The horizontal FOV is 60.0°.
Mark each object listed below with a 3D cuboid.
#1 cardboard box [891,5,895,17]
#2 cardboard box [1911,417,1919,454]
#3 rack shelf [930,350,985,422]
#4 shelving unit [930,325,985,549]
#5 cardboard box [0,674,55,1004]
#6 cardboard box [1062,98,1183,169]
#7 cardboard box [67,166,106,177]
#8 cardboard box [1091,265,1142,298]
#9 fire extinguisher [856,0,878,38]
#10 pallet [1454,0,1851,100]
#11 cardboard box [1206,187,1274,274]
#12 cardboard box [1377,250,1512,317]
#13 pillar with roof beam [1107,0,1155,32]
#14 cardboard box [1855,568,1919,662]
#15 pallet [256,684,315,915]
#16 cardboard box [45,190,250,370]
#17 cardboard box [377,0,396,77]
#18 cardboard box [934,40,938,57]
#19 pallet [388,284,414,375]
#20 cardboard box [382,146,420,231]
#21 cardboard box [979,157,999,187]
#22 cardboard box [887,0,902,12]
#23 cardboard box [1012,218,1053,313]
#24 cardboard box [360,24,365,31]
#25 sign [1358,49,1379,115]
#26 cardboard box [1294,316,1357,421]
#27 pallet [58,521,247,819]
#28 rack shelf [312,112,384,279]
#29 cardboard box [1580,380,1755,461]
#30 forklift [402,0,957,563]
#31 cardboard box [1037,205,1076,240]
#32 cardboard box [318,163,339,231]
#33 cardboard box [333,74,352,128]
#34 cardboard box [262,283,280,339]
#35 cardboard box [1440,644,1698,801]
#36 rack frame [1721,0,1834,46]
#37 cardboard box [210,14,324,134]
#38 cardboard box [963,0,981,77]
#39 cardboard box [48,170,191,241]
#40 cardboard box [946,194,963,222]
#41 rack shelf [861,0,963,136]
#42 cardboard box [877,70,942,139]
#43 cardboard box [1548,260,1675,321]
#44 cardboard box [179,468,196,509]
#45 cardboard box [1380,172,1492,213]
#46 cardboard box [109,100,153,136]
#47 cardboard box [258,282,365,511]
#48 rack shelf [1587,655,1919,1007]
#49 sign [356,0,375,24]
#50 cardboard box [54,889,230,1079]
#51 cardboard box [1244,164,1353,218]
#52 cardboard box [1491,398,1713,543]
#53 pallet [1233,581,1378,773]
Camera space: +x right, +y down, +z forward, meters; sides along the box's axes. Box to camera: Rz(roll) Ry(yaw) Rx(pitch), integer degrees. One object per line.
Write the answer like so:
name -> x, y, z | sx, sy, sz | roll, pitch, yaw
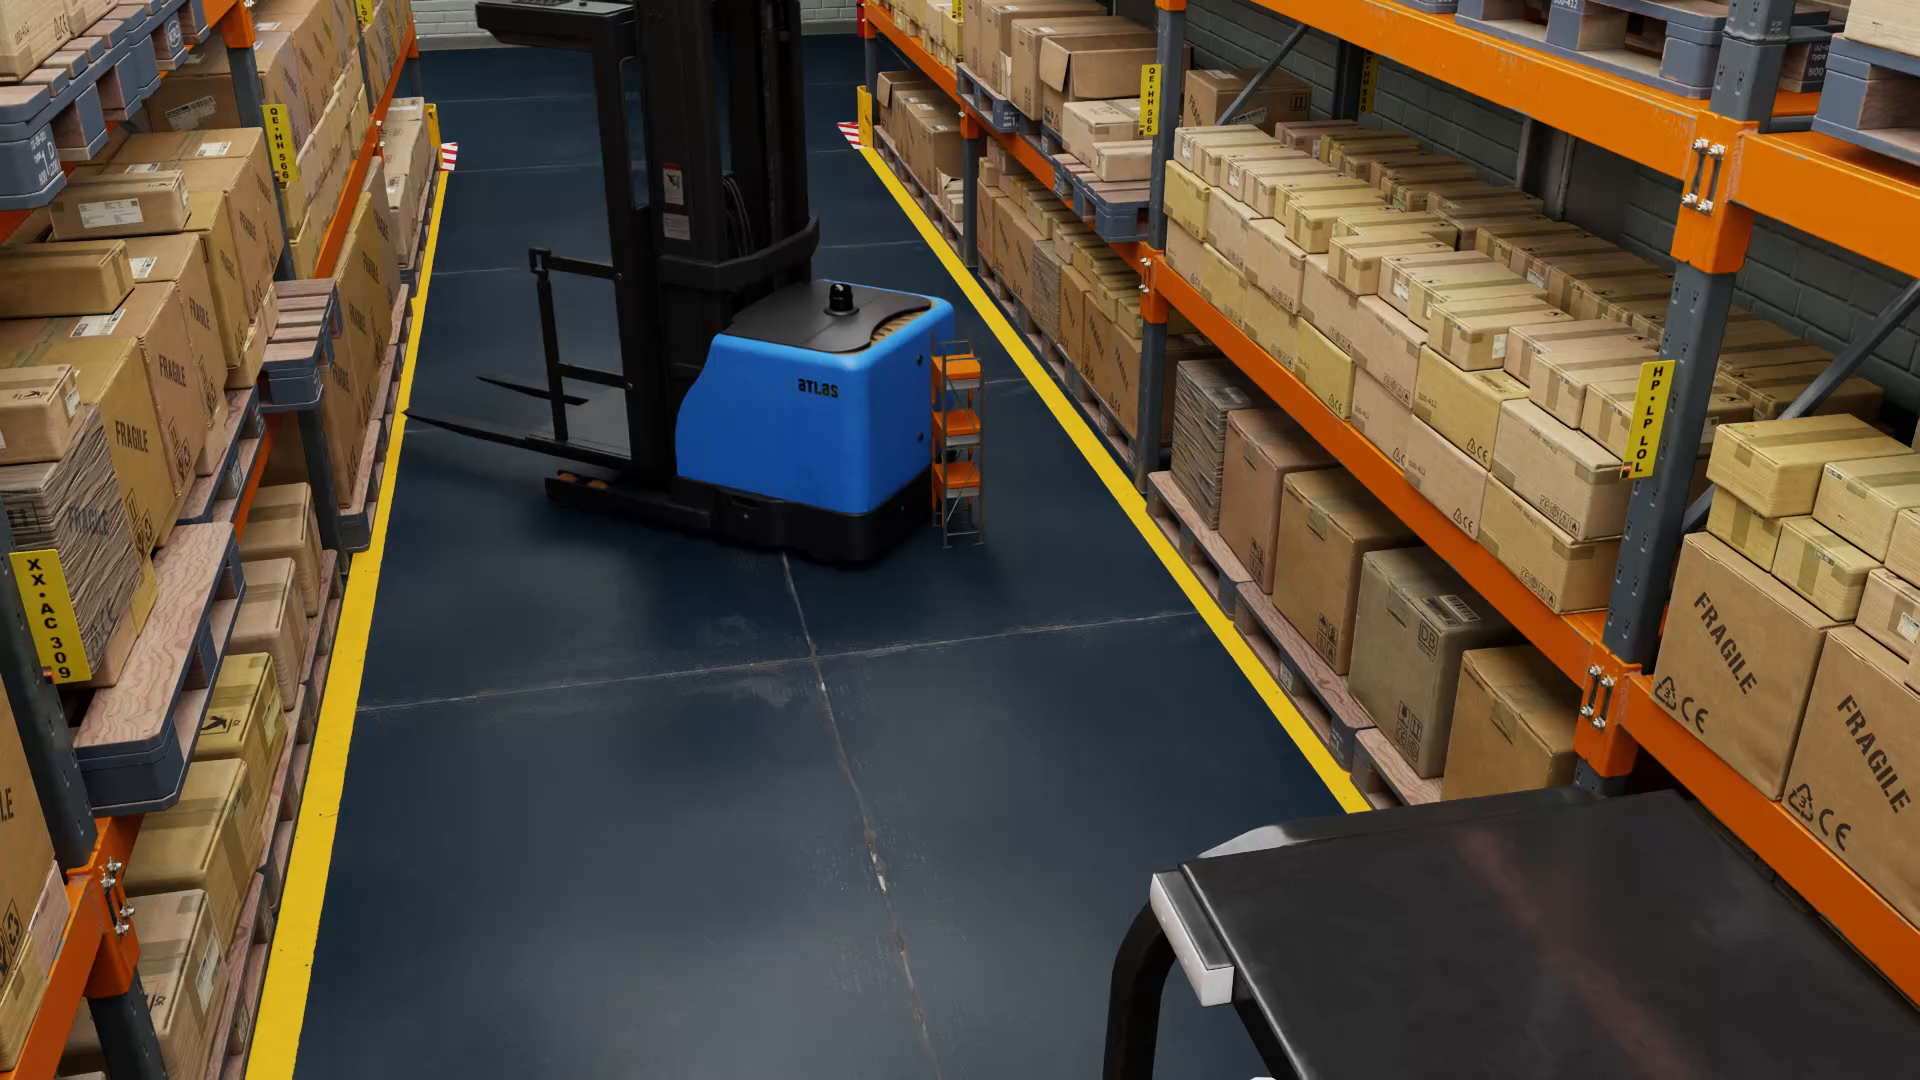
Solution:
cardboard box -> -0.380, -4.538, 14.191 | 0.380, 0.149, 0.250 | -5, 27, -10
cardboard box -> 2.691, -0.248, 4.251 | 0.380, 0.149, 0.250 | -6, 27, -11
rack shelf -> -0.012, -0.736, 7.937 | 0.215, 0.259, 0.240 | -6, 27, -12
shelving unit -> -0.012, -0.492, 8.060 | 0.215, 1.050, 0.252 | -6, 27, -12
cardboard box -> -2.168, 0.608, 3.276 | 0.500, 0.500, 0.500 | -7, 28, -13
cardboard box -> 0.870, -2.197, 8.975 | 0.500, 0.250, 0.500 | -7, 28, -14
cardboard box -> -3.412, -1.057, 6.107 | 0.500, 0.500, 0.500 | -5, 27, -9
cardboard box -> 0.957, -1.435, 9.353 | 0.380, 0.149, 0.250 | -7, 28, -13
fire extinguisher -> -0.863, -4.975, 15.278 | 0.296, 0.674, 0.183 | -6, 27, -12
pallet -> 2.113, -1.530, 4.836 | 0.805, 0.209, 1.217 | -7, 28, -14
cardboard box -> 1.397, -1.363, 7.233 | 0.500, 0.250, 0.500 | -5, 27, -10
cardboard box -> 1.715, -0.910, 5.893 | 0.380, 0.149, 0.250 | -6, 27, -11
pillar with roof beam -> -2.951, -6.041, 10.231 | 9.100, 9.000, 0.400 | -6, 27, -12
cardboard box -> 2.286, 0.167, 3.759 | 0.380, 0.149, 0.250 | -6, 27, -12
pallet -> -2.966, 0.982, 6.071 | 1.003, 0.211, 1.213 | -6, 27, -12
cardboard box -> -2.796, -0.887, 5.771 | 0.500, 0.500, 0.500 | -8, 28, -15
cardboard box -> -4.379, -3.614, 11.971 | 0.500, 0.500, 0.500 | -6, 27, -11
cardboard box -> 0.009, -3.746, 12.622 | 0.380, 0.149, 0.250 | -5, 27, -10
pallet -> -4.066, -1.321, 10.633 | 1.003, 0.211, 1.213 | -6, 27, -12
cardboard box -> -4.553, -2.620, 12.489 | 0.875, 0.438, 0.875 | -7, 28, -13
cardboard box -> 0.343, -2.579, 11.619 | 0.380, 0.149, 0.250 | -5, 27, -9
cardboard box -> -0.309, -4.554, 13.781 | 0.500, 0.250, 0.500 | -6, 27, -13
cardboard box -> 0.649, -1.787, 10.769 | 0.500, 0.500, 0.500 | -7, 28, -13
cardboard box -> -4.185, -3.621, 10.875 | 0.500, 0.500, 0.500 | -6, 27, -11
sign -> 1.963, -2.221, 8.037 | 0.100, 0.325, 0.005 | -6, 27, -12
cardboard box -> 1.632, -0.685, 6.445 | 0.500, 0.250, 0.500 | -5, 27, -10
pallet -> -2.541, 0.351, 4.439 | 1.003, 0.211, 1.213 | -6, 27, -12
rack shelf -> -3.863, -1.698, 9.083 | 1.077, 0.370, 4.000 | -6, 27, -12
cardboard box -> 2.031, -0.352, 4.788 | 0.380, 0.149, 0.250 | -5, 27, -10
forklift -> -1.568, -1.644, 8.254 | 3.031, 2.935, 1.130 | 13, 29, 23
cardboard box -> 0.699, -2.012, 10.496 | 0.380, 0.149, 0.250 | -5, 27, -10
cardboard box -> -3.522, -1.769, 8.592 | 0.500, 0.250, 0.500 | -5, 27, -10
cardboard box -> -3.735, -2.439, 9.364 | 0.500, 0.250, 0.500 | -5, 27, -10
cardboard box -> -2.877, -0.880, 6.477 | 0.380, 0.149, 0.250 | -6, 27, -12
cardboard box -> 2.196, 0.754, 5.596 | 0.875, 0.625, 0.625 | -5, 27, -9
rack frame -> 2.325, -2.569, 3.352 | 1.000, 3.000, 0.127 | -6, 27, -12
cardboard box -> -3.507, -2.319, 8.294 | 0.500, 0.500, 0.500 | -5, 27, -10
cardboard box -> 0.413, -3.400, 11.079 | 0.700, 0.500, 0.500 | -5, 27, -10
cardboard box -> -2.768, -1.106, 5.485 | 0.380, 0.149, 0.250 | -7, 28, -14
cardboard box -> 0.110, -2.532, 12.635 | 0.380, 0.149, 0.250 | -7, 28, -13
rack shelf -> 0.071, -3.959, 13.564 | 1.077, 0.370, 4.000 | -6, 27, -12
cardboard box -> -0.334, -3.953, 15.058 | 0.797, 0.503, 0.637 | -7, 28, -14
cardboard box -> 2.281, -0.856, 5.785 | 0.380, 0.149, 0.250 | -6, 27, -12
cardboard box -> -2.584, -0.188, 5.106 | 0.380, 0.149, 0.250 | -6, 27, -11
cardboard box -> 1.967, -1.412, 6.887 | 0.380, 0.149, 0.250 | -6, 27, -12
cardboard box -> -3.783, -1.832, 7.331 | 0.500, 0.500, 0.500 | -7, 28, -13
cardboard box -> -3.487, -0.691, 8.183 | 0.875, 0.875, 0.875 | -6, 27, -12
rack shelf -> 2.776, 1.309, 3.127 | 1.077, 0.370, 4.000 | -6, 27, -12
sign -> -3.787, -3.438, 10.535 | 0.100, 0.325, 0.005 | -6, 27, -12
cardboard box -> -2.631, 1.371, 4.655 | 0.950, 0.372, 0.625 | -6, 27, -11
cardboard box -> 1.424, -1.470, 7.003 | 0.380, 0.149, 0.250 | -6, 27, -11
cardboard box -> 1.965, -0.236, 5.001 | 0.500, 0.250, 0.500 | -7, 28, -13
pallet -> 1.842, 0.498, 7.029 | 1.003, 0.211, 1.213 | -6, 27, -12
